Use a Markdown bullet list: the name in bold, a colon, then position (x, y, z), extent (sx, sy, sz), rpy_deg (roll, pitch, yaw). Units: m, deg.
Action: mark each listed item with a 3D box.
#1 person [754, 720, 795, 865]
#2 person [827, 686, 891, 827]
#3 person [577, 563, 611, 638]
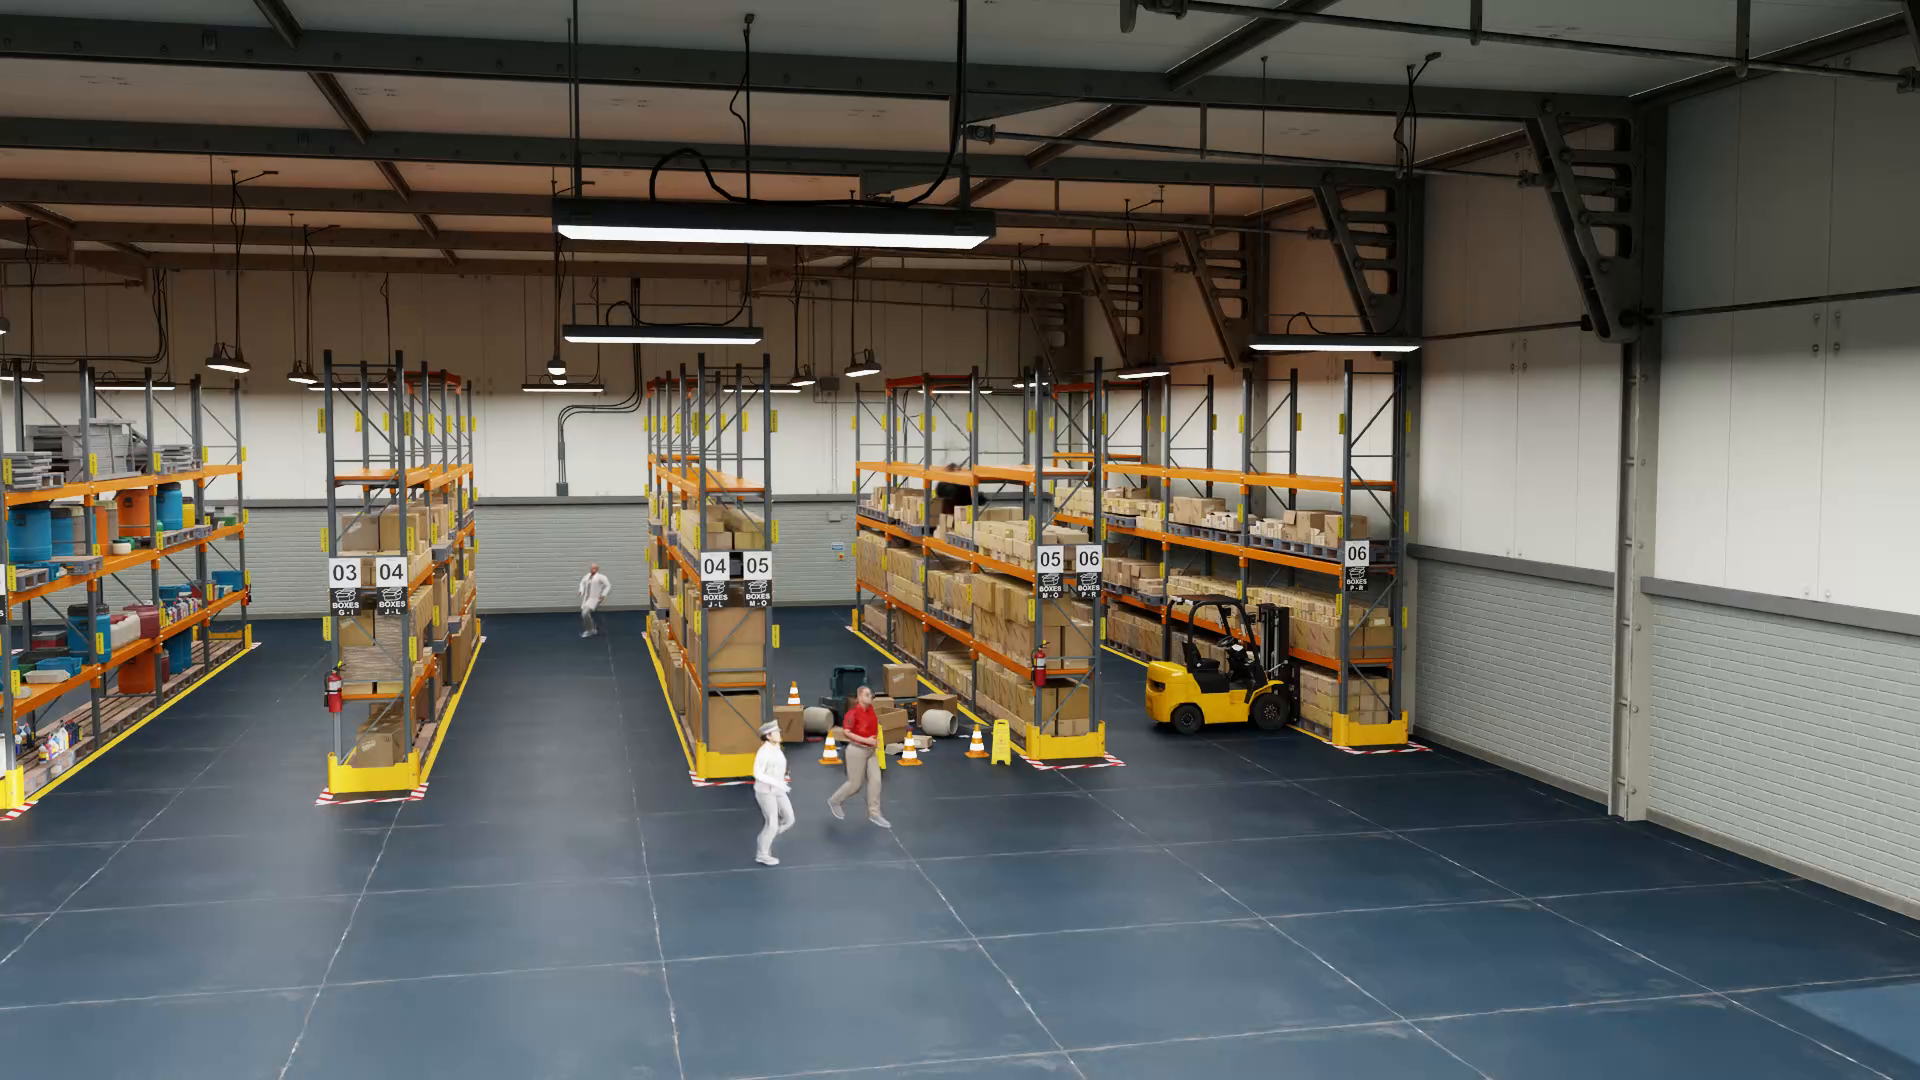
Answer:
- **person**: position (-2.115, 2.859, 18.870), extent (0.535, 1.653, 0.631), rpy_deg (1, 4, 20)
- **person**: position (-1.246, 2.696, 20.843), extent (0.867, 1.752, 0.685), rpy_deg (3, 5, 33)
- **person**: position (-8.628, 1.427, 39.059), extent (0.773, 1.767, 0.696), rpy_deg (2, 5, 31)
